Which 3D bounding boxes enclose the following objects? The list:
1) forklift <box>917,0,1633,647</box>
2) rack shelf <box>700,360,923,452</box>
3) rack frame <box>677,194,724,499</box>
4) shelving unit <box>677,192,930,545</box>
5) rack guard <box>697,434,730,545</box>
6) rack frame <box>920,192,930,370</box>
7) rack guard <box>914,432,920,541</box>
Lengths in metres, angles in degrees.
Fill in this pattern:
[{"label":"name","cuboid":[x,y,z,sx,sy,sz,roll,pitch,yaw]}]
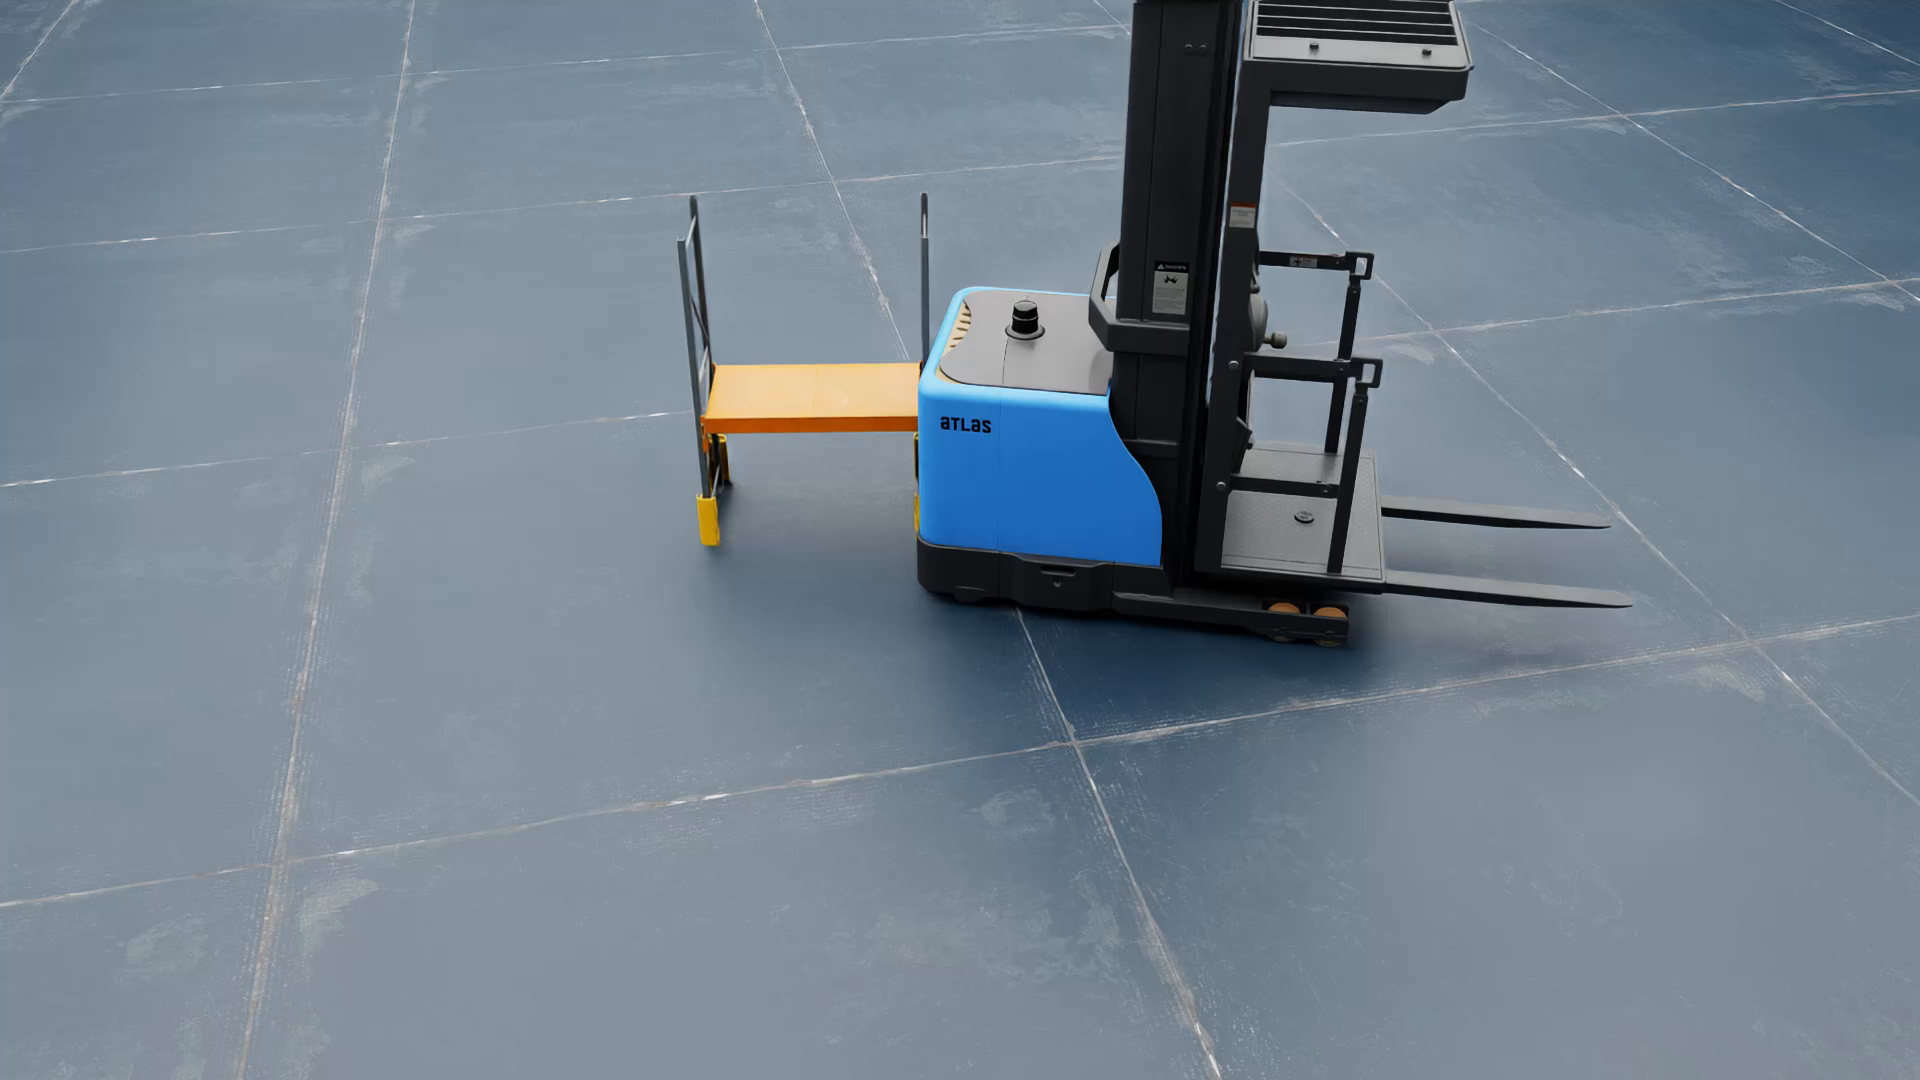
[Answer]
[{"label":"forklift","cuboid":[1.377,-1.085,6.737,3.031,2.935,1.130,5,34,8]},{"label":"rack shelf","cuboid":[-0.661,-0.621,7.652,1.000,0.185,0.538,-1,34,-1]},{"label":"rack frame","cuboid":[-1.169,-0.763,7.541,0.032,1.500,0.500,-1,34,-1]},{"label":"shelving unit","cuboid":[-0.670,-0.770,7.552,1.083,1.500,0.587,-1,34,-1]},{"label":"rack guard","cuboid":[-1.168,-0.244,7.889,0.087,0.250,0.587,-1,34,-1]},{"label":"rack frame","cuboid":[-0.153,-0.777,7.562,0.032,1.500,0.500,-1,34,-1]},{"label":"rack guard","cuboid":[-0.172,-0.258,7.910,0.087,0.250,0.587,-1,34,-1]}]
